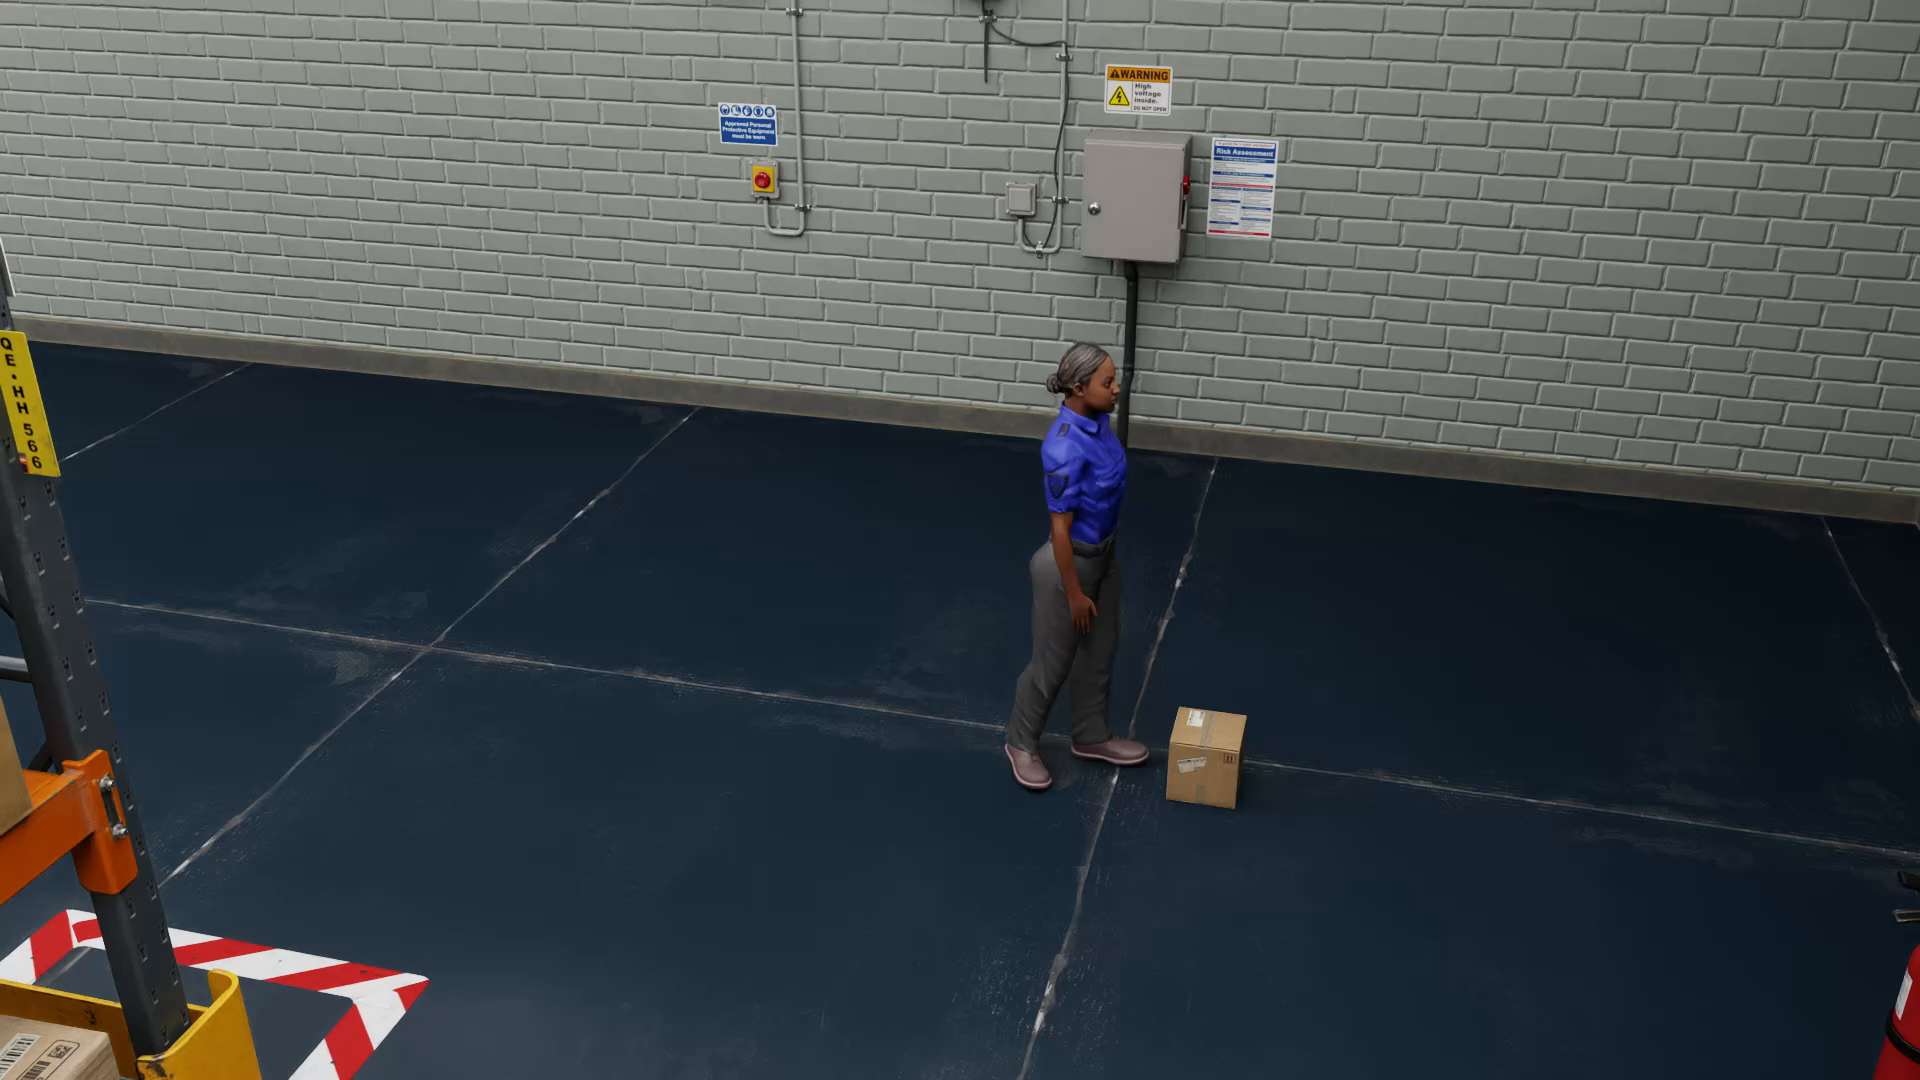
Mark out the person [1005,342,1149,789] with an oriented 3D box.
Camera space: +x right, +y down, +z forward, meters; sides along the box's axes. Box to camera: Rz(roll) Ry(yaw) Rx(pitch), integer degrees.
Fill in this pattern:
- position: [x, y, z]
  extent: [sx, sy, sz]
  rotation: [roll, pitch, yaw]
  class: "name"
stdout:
- position: [0.419, 0.102, 5.882]
  extent: [0.507, 1.652, 0.471]
  rotation: [11, 28, 22]
  class: "person"
